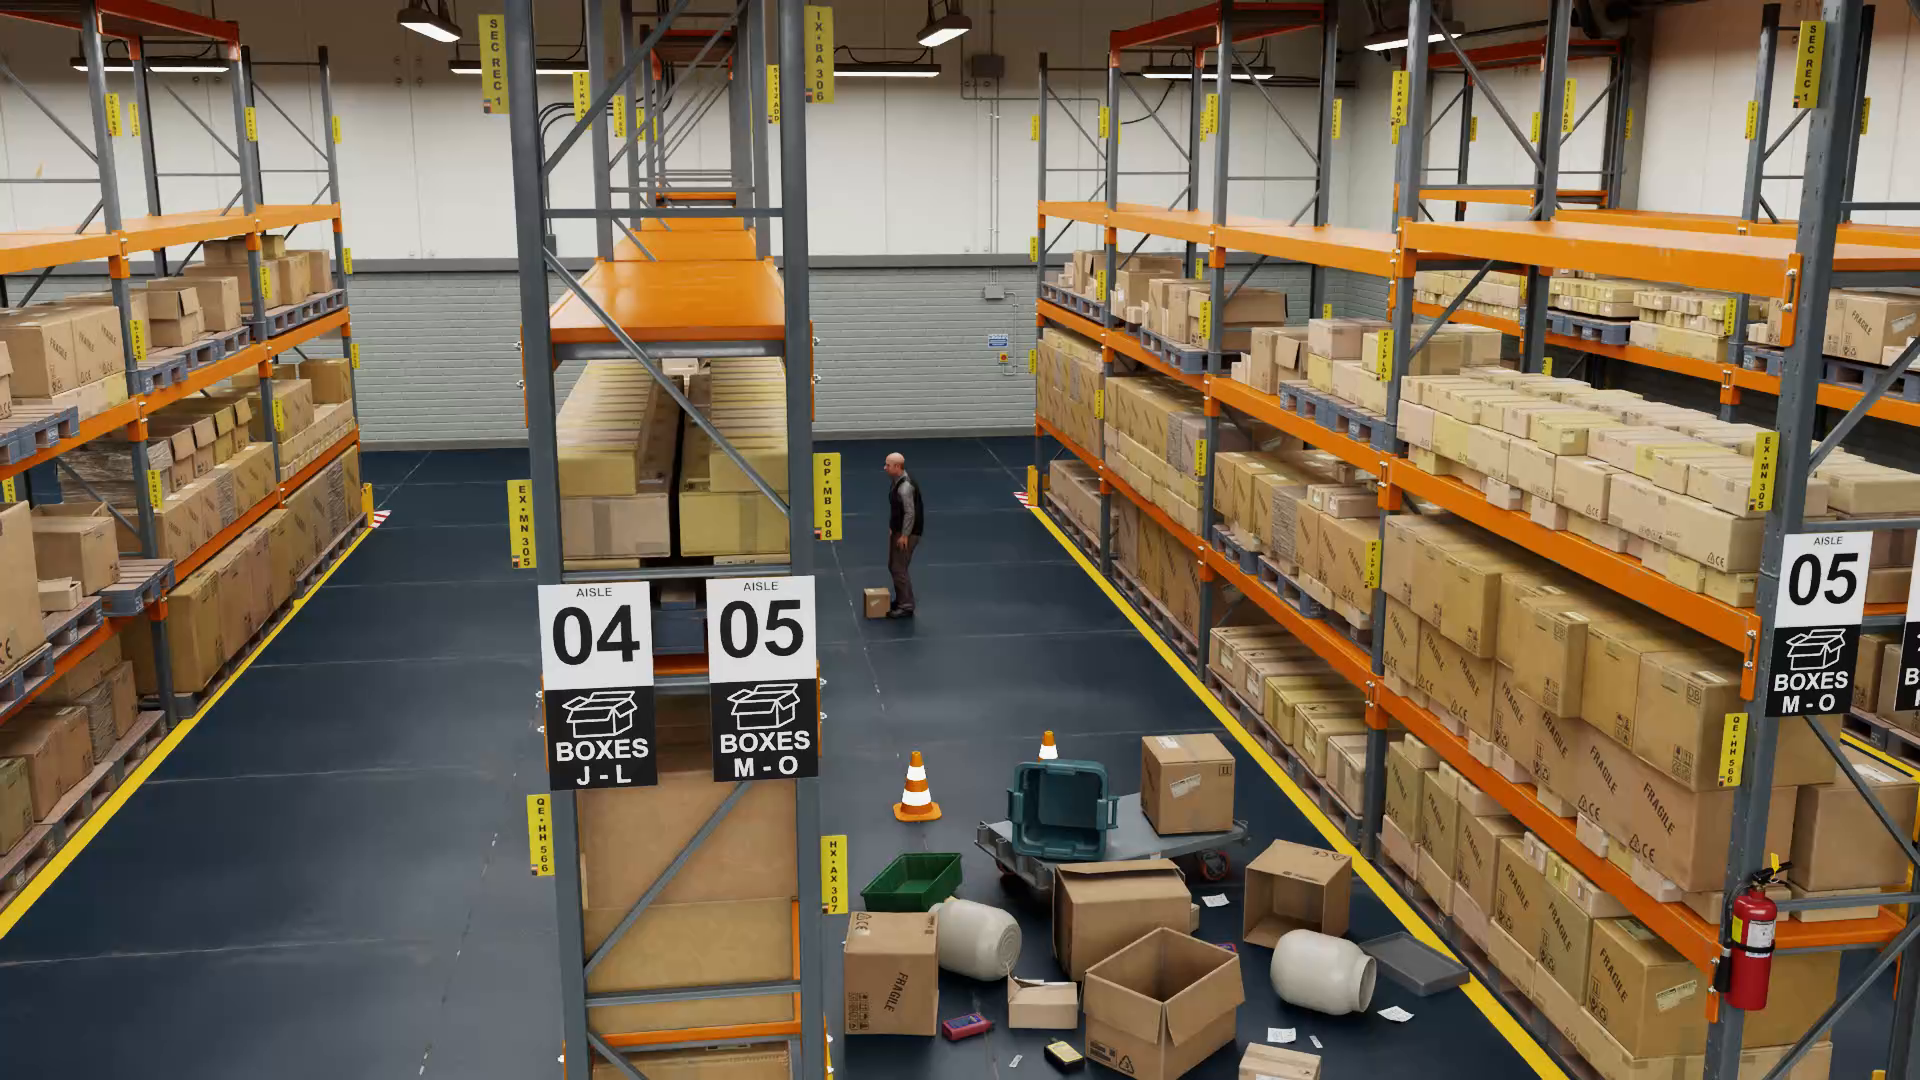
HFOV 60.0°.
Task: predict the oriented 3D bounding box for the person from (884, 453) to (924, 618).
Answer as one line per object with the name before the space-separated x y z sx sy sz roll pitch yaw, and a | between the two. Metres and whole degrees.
person | -0.593 -0.067 17.329 0.426 1.719 0.580 -3 13 -11
